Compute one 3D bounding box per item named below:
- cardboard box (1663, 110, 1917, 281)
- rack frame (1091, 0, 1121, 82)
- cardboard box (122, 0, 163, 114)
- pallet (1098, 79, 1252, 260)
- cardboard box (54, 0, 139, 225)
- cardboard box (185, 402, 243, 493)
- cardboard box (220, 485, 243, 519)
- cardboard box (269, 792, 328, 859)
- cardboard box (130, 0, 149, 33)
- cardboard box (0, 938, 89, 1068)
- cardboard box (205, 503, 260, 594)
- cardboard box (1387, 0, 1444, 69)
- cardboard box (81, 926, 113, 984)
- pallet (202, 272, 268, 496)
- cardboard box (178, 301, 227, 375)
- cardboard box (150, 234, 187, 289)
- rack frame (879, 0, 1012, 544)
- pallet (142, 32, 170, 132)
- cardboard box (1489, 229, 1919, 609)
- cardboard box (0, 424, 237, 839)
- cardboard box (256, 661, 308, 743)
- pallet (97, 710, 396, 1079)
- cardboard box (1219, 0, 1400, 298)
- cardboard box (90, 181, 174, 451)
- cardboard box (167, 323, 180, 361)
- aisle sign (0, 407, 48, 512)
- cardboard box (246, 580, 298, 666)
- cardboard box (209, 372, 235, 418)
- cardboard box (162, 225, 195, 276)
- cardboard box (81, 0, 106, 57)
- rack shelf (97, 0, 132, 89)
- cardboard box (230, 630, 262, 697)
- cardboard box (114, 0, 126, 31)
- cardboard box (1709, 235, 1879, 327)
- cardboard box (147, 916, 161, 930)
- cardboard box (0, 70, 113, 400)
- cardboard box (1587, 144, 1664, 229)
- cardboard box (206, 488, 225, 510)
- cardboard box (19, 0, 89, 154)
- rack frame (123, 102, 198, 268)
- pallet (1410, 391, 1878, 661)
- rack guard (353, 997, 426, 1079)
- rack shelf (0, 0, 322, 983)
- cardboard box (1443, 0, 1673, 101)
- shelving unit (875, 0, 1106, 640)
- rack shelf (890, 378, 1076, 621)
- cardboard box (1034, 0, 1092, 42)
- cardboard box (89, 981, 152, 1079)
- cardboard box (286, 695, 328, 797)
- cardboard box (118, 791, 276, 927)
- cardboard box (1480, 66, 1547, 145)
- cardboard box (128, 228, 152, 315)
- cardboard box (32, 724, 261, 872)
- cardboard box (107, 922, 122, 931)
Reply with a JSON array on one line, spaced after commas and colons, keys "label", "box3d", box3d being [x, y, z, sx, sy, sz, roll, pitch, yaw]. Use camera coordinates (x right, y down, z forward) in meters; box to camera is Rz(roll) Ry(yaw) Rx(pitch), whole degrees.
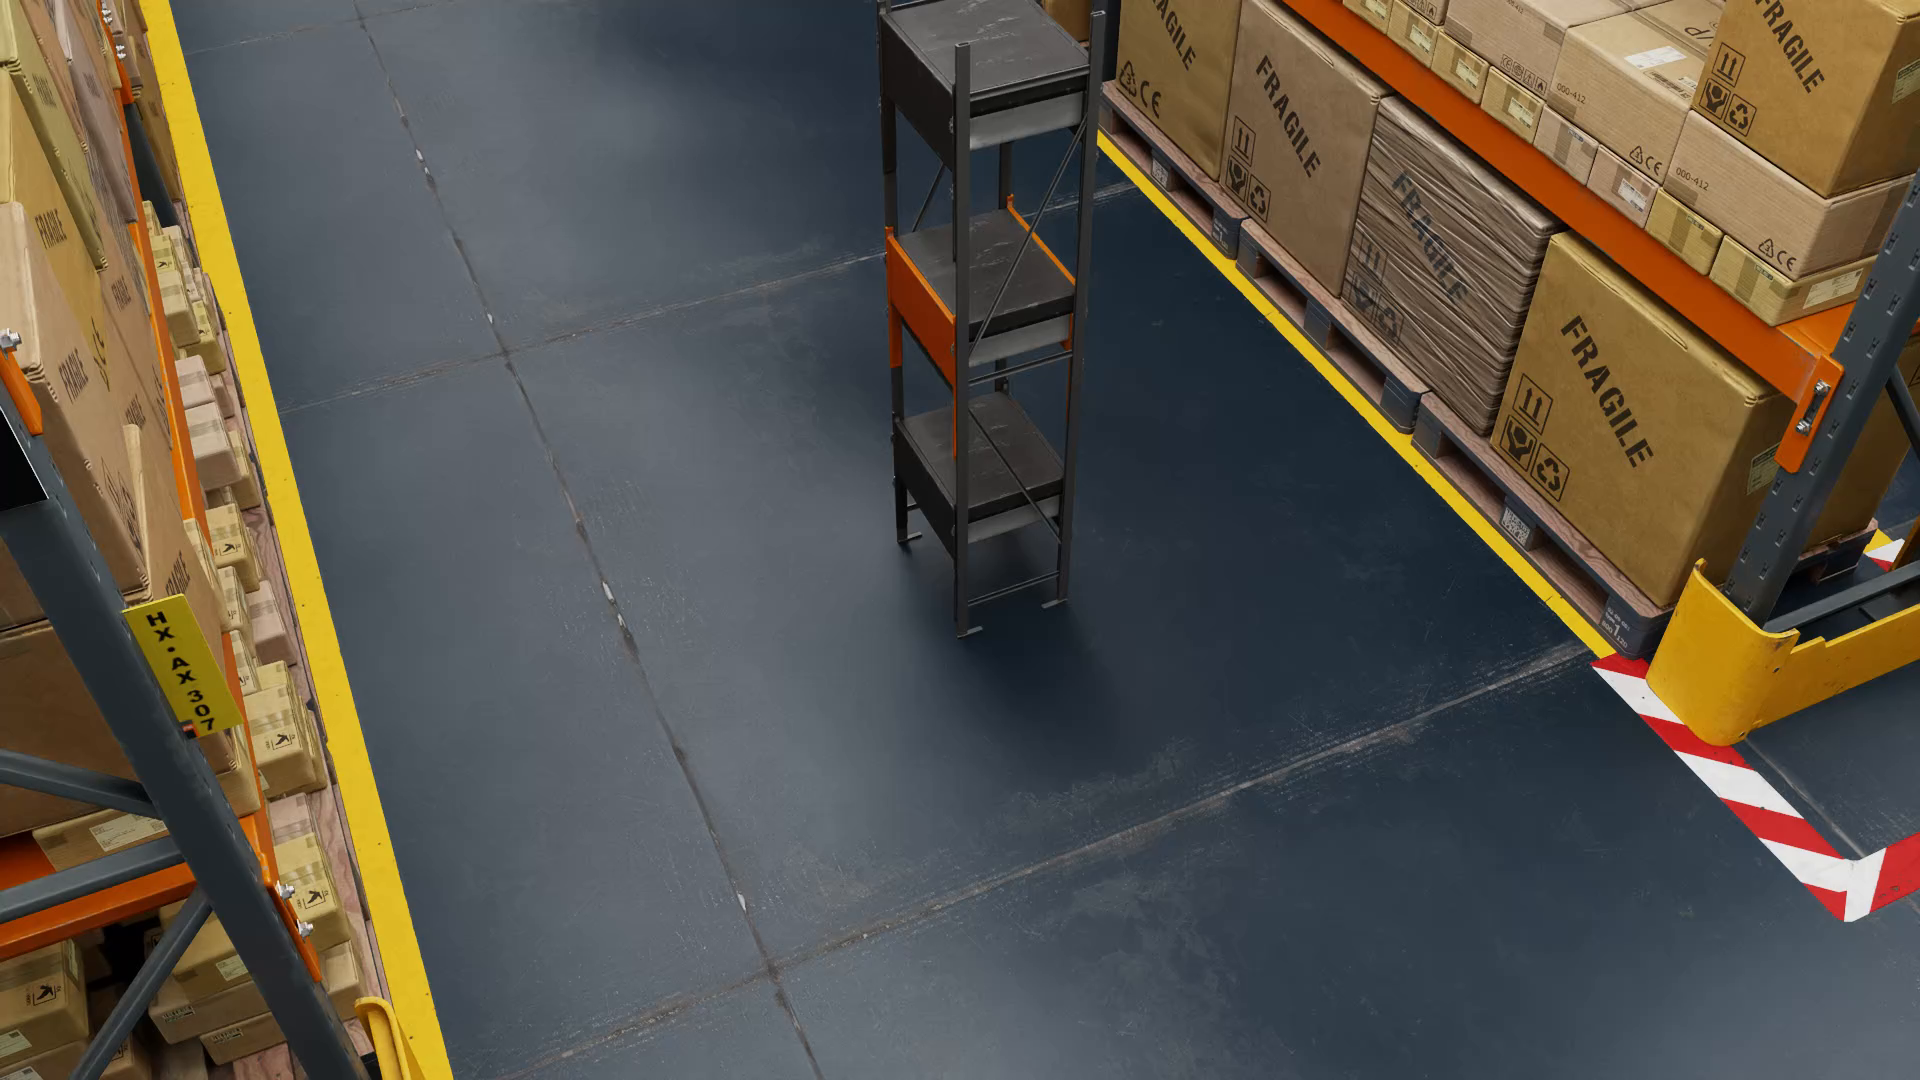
[{"label": "cardboard box", "box3d": [2.310, -0.998, 4.520, 0.500, 0.250, 0.500, -19, 48, -18]}, {"label": "rack frame", "box3d": [1.072, -3.264, 6.922, 1.000, 3.000, 0.127, -18, 47, -17]}, {"label": "cardboard box", "box3d": [-3.765, -2.009, 7.131, 0.500, 0.500, 0.500, -16, 47, -16]}, {"label": "pallet", "box3d": [1.321, -1.763, 7.387, 1.003, 0.211, 1.213, -18, 47, -17]}, {"label": "cardboard box", "box3d": [-2.586, -1.131, 4.478, 0.500, 0.500, 0.500, -18, 47, -18]}, {"label": "cardboard box", "box3d": [-2.470, -0.250, 5.175, 0.380, 0.149, 0.250, -20, 48, -19]}, {"label": "cardboard box", "box3d": [-2.513, -0.003, 5.348, 0.380, 0.149, 0.250, -17, 47, -17]}, {"label": "cardboard box", "box3d": [-1.840, 0.844, 4.278, 0.380, 0.149, 0.250, -18, 47, -18]}, {"label": "cardboard box", "box3d": [-4.186, -2.666, 7.797, 0.500, 0.500, 0.500, -20, 48, -19]}, {"label": "cardboard box", "box3d": [-2.241, 1.077, 3.830, 0.380, 0.149, 0.250, -18, 47, -17]}, {"label": "cardboard box", "box3d": [-2.272, 0.072, 4.848, 0.380, 0.149, 0.250, -17, 47, -17]}, {"label": "cardboard box", "box3d": [1.663, -1.729, 5.546, 0.380, 0.149, 0.250, -17, 47, -17]}, {"label": "cardboard box", "box3d": [-2.331, 1.011, 4.109, 0.380, 0.149, 0.250, -19, 48, -18]}, {"label": "pallet", "box3d": [-3.156, -0.453, 6.059, 1.003, 0.211, 1.213, -18, 47, -17]}, {"label": "cardboard box", "box3d": [-2.796, -0.663, 5.805, 0.380, 0.149, 0.250, -20, 48, -19]}, {"label": "cardboard box", "box3d": [-2.941, -0.909, 5.843, 0.380, 0.149, 0.250, -17, 47, -17]}, {"label": "rack frame", "box3d": [-0.033, -0.797, 5.063, 0.400, 2.100, 0.015, -18, 47, -17]}, {"label": "pallet", "box3d": [-4.316, -2.145, 7.774, 1.003, 0.211, 1.213, -18, 47, -17]}, {"label": "cardboard box", "box3d": [2.412, -0.492, 5.327, 0.875, 0.875, 0.875, -18, 47, -17]}, {"label": "cardboard box", "box3d": [-1.727, 0.177, 3.152, 0.500, 0.500, 0.500, -16, 47, -16]}, {"label": "cardboard box", "box3d": [-2.033, 0.519, 4.607, 0.380, 0.149, 0.250, -17, 47, -16]}, {"label": "pallet", "box3d": [-2.130, 1.102, 4.483, 1.003, 0.211, 1.213, -18, 47, -17]}, {"label": "cardboard box", "box3d": [1.656, -1.639, 6.489, 0.875, 0.875, 0.875, -18, 47, -17]}, {"label": "cardboard box", "box3d": [-2.169, -0.473, 3.811, 0.500, 0.500, 0.500, -17, 47, -17]}, {"label": "cardboard box", "box3d": [-2.792, -0.564, 5.493, 0.380, 0.149, 0.250, -17, 47, -16]}, {"label": "aisle sign", "box3d": [-1.486, -0.282, 2.049, 0.394, 0.787, 0.004, -18, 47, -17]}, {"label": "cardboard box", "box3d": [-2.241, 0.310, 5.031, 0.380, 0.149, 0.250, -20, 48, -19]}, {"label": "cardboard box", "box3d": [-2.793, -0.509, 5.861, 0.380, 0.149, 0.250, -20, 48, -19]}, {"label": "cardboard box", "box3d": [-3.050, -0.997, 6.144, 0.380, 0.149, 0.250, -17, 47, -17]}, {"label": "cardboard box", "box3d": [-3.011, -1.780, 5.135, 0.500, 0.500, 0.500, -18, 47, -17]}, {"label": "rack shelf", "box3d": [-4.311, -2.882, 7.047, 1.077, 0.370, 4.000, -18, 47, -17]}, {"label": "cardboard box", "box3d": [-2.095, 0.433, 4.483, 0.380, 0.149, 0.250, -20, 48, -19]}, {"label": "cardboard box", "box3d": [-3.768, -2.277, 6.869, 0.500, 0.250, 0.500, -17, 47, -16]}, {"label": "cardboard box", "box3d": [2.306, -0.755, 4.558, 0.380, 0.149, 0.250, -17, 47, -17]}, {"label": "cardboard box", "box3d": [-1.903, 0.980, 4.352, 0.380, 0.149, 0.250, -18, 47, -18]}, {"label": "cardboard box", "box3d": [-1.955, -0.496, 3.122, 0.500, 0.500, 0.500, -17, 47, -16]}, {"label": "cardboard box", "box3d": [2.090, -1.081, 4.889, 0.380, 0.149, 0.250, -18, 47, -17]}, {"label": "cardboard box", "box3d": [-2.560, -0.141, 5.276, 0.380, 0.149, 0.250, -20, 48, -19]}, {"label": "cardboard box", "box3d": [-2.370, -1.158, 3.793, 0.500, 0.500, 0.500, -19, 48, -19]}, {"label": "rack frame", "box3d": [-3.471, -1.863, 5.503, 1.000, 3.000, 0.127, -18, 47, -17]}, {"label": "pallet", "box3d": [2.347, -0.208, 5.811, 1.003, 0.211, 1.213, -18, 47, -17]}, {"label": "rack guard", "box3d": [-1.821, 1.527, 3.846, 1.175, 0.500, 0.348, -18, 47, -17]}, {"label": "rack shelf", "box3d": [-2.630, -0.333, 4.464, 1.077, 0.370, 4.000, -18, 47, -17]}, {"label": "cardboard box", "box3d": [1.883, -1.645, 5.177, 0.500, 0.250, 0.500, -20, 48, -19]}, {"label": "shelving unit", "box3d": [0.070, -0.642, 4.906, 0.431, 2.100, 0.503, -18, 47, -17]}, {"label": "rack shelf", "box3d": [0.070, -0.134, 5.407, 0.431, 0.518, 0.480, -18, 47, -17]}, {"label": "cardboard box", "box3d": [0.785, -3.059, 7.928, 1.225, 0.875, 0.875, -18, 47, -17]}, {"label": "cardboard box", "box3d": [-2.199, 1.277, 4.051, 0.380, 0.149, 0.250, -17, 47, -17]}, {"label": "cardboard box", "box3d": [-2.022, 0.628, 4.708, 0.380, 0.149, 0.250, -17, 47, -17]}, {"label": "cardboard box", "box3d": [-1.926, 0.765, 4.146, 0.380, 0.149, 0.250, -17, 47, -17]}, {"label": "cardboard box", "box3d": [1.875, -1.405, 5.217, 0.380, 0.149, 0.250, -19, 48, -18]}, {"label": "cardboard box", "box3d": [-2.415, -0.686, 4.488, 0.380, 0.149, 0.250, -17, 47, -17]}, {"label": "cardboard box", "box3d": [-1.627, 0.472, 3.315, 0.380, 0.149, 0.250, -18, 48, -18]}, {"label": "cardboard box", "box3d": [-2.432, 0.949, 4.383, 0.380, 0.149, 0.250, -18, 47, -18]}]
